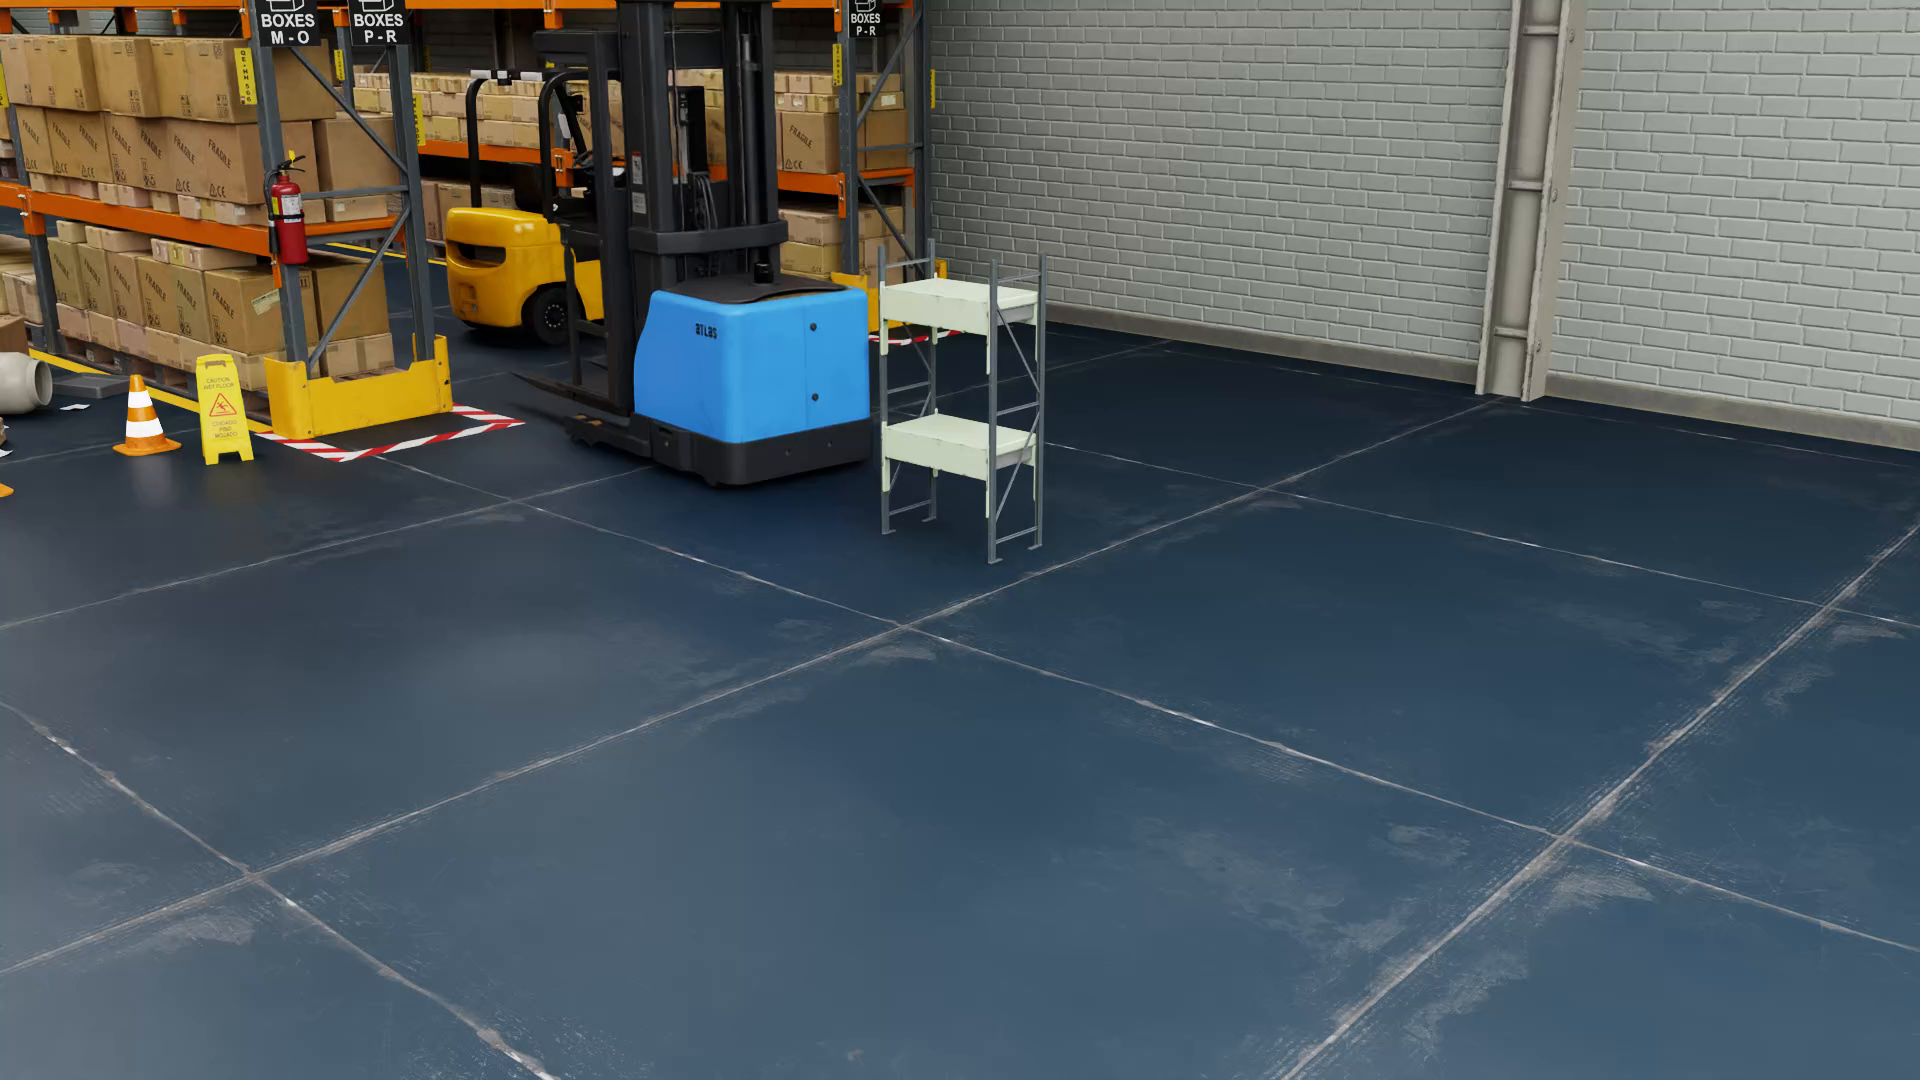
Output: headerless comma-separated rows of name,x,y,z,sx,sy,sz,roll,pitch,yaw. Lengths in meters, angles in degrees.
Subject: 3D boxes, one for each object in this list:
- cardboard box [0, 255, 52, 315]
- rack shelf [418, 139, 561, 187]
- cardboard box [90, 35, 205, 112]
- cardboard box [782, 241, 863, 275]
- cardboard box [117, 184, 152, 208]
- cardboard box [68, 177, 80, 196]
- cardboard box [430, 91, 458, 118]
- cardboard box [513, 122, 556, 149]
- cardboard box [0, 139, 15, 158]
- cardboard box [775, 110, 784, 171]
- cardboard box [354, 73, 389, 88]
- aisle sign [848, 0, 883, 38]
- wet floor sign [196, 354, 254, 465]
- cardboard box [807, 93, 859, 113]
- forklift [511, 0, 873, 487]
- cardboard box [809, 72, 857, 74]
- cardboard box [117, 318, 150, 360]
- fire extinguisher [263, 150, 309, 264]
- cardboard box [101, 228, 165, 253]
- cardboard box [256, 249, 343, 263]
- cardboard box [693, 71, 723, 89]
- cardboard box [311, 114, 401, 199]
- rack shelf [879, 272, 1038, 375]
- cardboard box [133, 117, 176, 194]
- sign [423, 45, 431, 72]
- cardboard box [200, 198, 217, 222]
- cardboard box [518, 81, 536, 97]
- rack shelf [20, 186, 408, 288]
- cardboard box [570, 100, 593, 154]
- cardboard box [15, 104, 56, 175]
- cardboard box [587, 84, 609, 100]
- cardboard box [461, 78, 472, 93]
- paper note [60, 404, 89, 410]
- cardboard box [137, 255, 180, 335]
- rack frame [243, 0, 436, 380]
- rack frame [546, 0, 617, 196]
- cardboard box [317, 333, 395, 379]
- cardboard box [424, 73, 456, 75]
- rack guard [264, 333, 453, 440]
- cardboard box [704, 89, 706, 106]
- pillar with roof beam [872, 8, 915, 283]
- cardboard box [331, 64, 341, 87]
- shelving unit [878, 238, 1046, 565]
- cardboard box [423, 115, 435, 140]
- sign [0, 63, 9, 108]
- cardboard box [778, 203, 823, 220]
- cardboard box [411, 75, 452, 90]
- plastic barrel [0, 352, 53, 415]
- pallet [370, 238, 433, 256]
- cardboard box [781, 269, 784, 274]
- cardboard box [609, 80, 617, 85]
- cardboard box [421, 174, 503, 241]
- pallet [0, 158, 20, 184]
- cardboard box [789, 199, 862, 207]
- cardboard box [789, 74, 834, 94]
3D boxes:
cardboard box,-7.844,-2.211,14.269,0.950,0.372,0.625,-17,24,-42
rack shelf,-5.114,-4.197,18.068,4.000,0.370,1.077,15,23,39
cardboard box,-5.549,-3.245,11.568,0.500,0.500,0.700,15,23,39
cardboard box,-1.197,-2.490,14.525,0.500,0.250,0.500,15,23,39
cardboard box,-5.729,-2.456,11.808,0.250,0.149,0.380,15,23,39
cardboard box,-6.445,-2.674,12.494,0.250,0.149,0.380,15,23,39
cardboard box,-5.288,-4.657,17.750,0.500,0.250,0.500,15,23,40
cardboard box,-4.168,-4.109,16.849,0.500,0.250,0.500,16,23,40
cardboard box,-7.478,-3.136,13.256,0.250,0.149,0.380,15,23,40
cardboard box,-1.550,-3.529,14.607,0.500,0.500,0.500,16,24,41
cardboard box,-6.567,-5.168,18.700,0.250,0.149,0.380,16,24,41
aisle sign,-0.772,-4.495,13.519,0.004,0.787,0.394,15,23,39
wet floor sign,-4.486,-0.809,10.095,0.267,0.644,0.232,-9,20,-27
cardboard box,-1.071,-3.699,14.070,0.250,0.149,0.380,15,23,40
forklift,-1.870,-2.073,10.299,1.130,2.935,3.031,-15,23,-39
cardboard box,-1.116,-4.060,14.716,0.250,0.149,0.380,16,23,40
cardboard box,-5.842,-1.514,12.276,0.500,0.250,0.500,15,23,39
fire extinguisher,-4.138,-2.048,10.233,0.183,0.674,0.296,15,23,39
cardboard box,-6.005,-2.197,12.114,0.250,0.149,0.380,17,24,42
cardboard box,-4.750,-1.792,11.911,0.500,0.500,0.500,14,22,37
cardboard box,-2.185,-4.165,15.048,0.250,0.149,0.380,15,23,40
cardboard box,-4.088,-2.559,11.060,0.500,0.500,0.500,15,23,38
rack shelf,0.005,-1.085,8.263,0.720,0.370,0.431,15,23,39
cardboard box,-5.250,-2.651,11.348,0.500,0.500,0.500,15,23,39
sign,-6.244,-5.620,19.447,0.005,0.325,0.100,15,23,39
cardboard box,-4.780,-2.201,11.003,0.250,0.149,0.380,15,23,38
cardboard box,-4.226,-4.562,16.789,0.250,0.149,0.380,15,23,38
rack shelf,-5.414,-2.270,11.996,4.000,0.370,1.077,15,23,39
cardboard box,-3.459,-4.038,16.212,0.500,0.500,0.500,14,22,38
cardboard box,-6.766,-3.053,12.616,0.500,0.500,0.500,15,23,39
cardboard box,-3.359,-4.320,16.029,0.250,0.149,0.380,16,23,41
cardboard box,-4.996,-4.764,17.426,0.250,0.149,0.380,15,23,40
paper note,-6.100,-0.924,11.471,0.148,0.019,0.142,7,19,21
cardboard box,-5.456,-1.768,11.834,0.500,0.500,0.500,14,23,38
rack frame,-3.918,-2.212,10.622,0.127,3.000,1.000,15,23,39
rack frame,-3.618,-4.139,16.694,0.127,3.000,1.000,15,23,39
cardboard box,-4.338,-1.326,11.682,0.500,0.250,0.500,15,23,39
cardboard box,-5.809,-5.186,18.757,0.250,0.149,0.380,15,23,39
rack guard,-3.975,-1.036,11.048,0.348,0.500,1.175,15,23,39
cardboard box,-2.174,-4.021,15.086,0.250,0.149,0.380,15,23,39
pillar with roof beam,-3.406,-5.565,11.270,0.400,9.000,9.100,15,23,39
cardboard box,-7.953,-5.477,20.046,0.637,0.503,0.797,14,23,38
shelving unit,0.005,-0.714,8.381,0.755,1.500,0.431,15,23,39
cardboard box,-5.677,-4.522,18.150,0.500,0.250,0.500,14,22,38
sign,-7.275,-3.441,12.580,0.005,0.325,0.100,15,23,39
cardboard box,-1.563,-2.825,14.752,0.500,0.250,0.500,16,23,40
cardboard box,-5.745,-4.976,18.093,0.250,0.149,0.380,15,23,40
plastic barrel,-6.468,-1.056,11.239,0.512,0.421,0.421,-3,18,-8
pallet,-6.020,-3.439,19.098,1.213,0.211,1.003,15,23,39
cardboard box,-1.553,-2.350,14.909,0.500,0.250,0.500,15,23,39
cardboard box,-3.124,-4.425,15.867,0.250,0.149,0.380,14,23,38
cardboard box,-5.658,-3.752,18.708,0.625,0.625,0.875,16,24,41
pallet,-7.385,-3.110,13.769,1.213,0.211,1.003,15,23,39
cardboard box,-1.236,-2.941,15.117,0.500,0.250,0.500,15,23,39
cardboard box,-1.239,-3.901,14.215,0.250,0.149,0.380,15,23,39
